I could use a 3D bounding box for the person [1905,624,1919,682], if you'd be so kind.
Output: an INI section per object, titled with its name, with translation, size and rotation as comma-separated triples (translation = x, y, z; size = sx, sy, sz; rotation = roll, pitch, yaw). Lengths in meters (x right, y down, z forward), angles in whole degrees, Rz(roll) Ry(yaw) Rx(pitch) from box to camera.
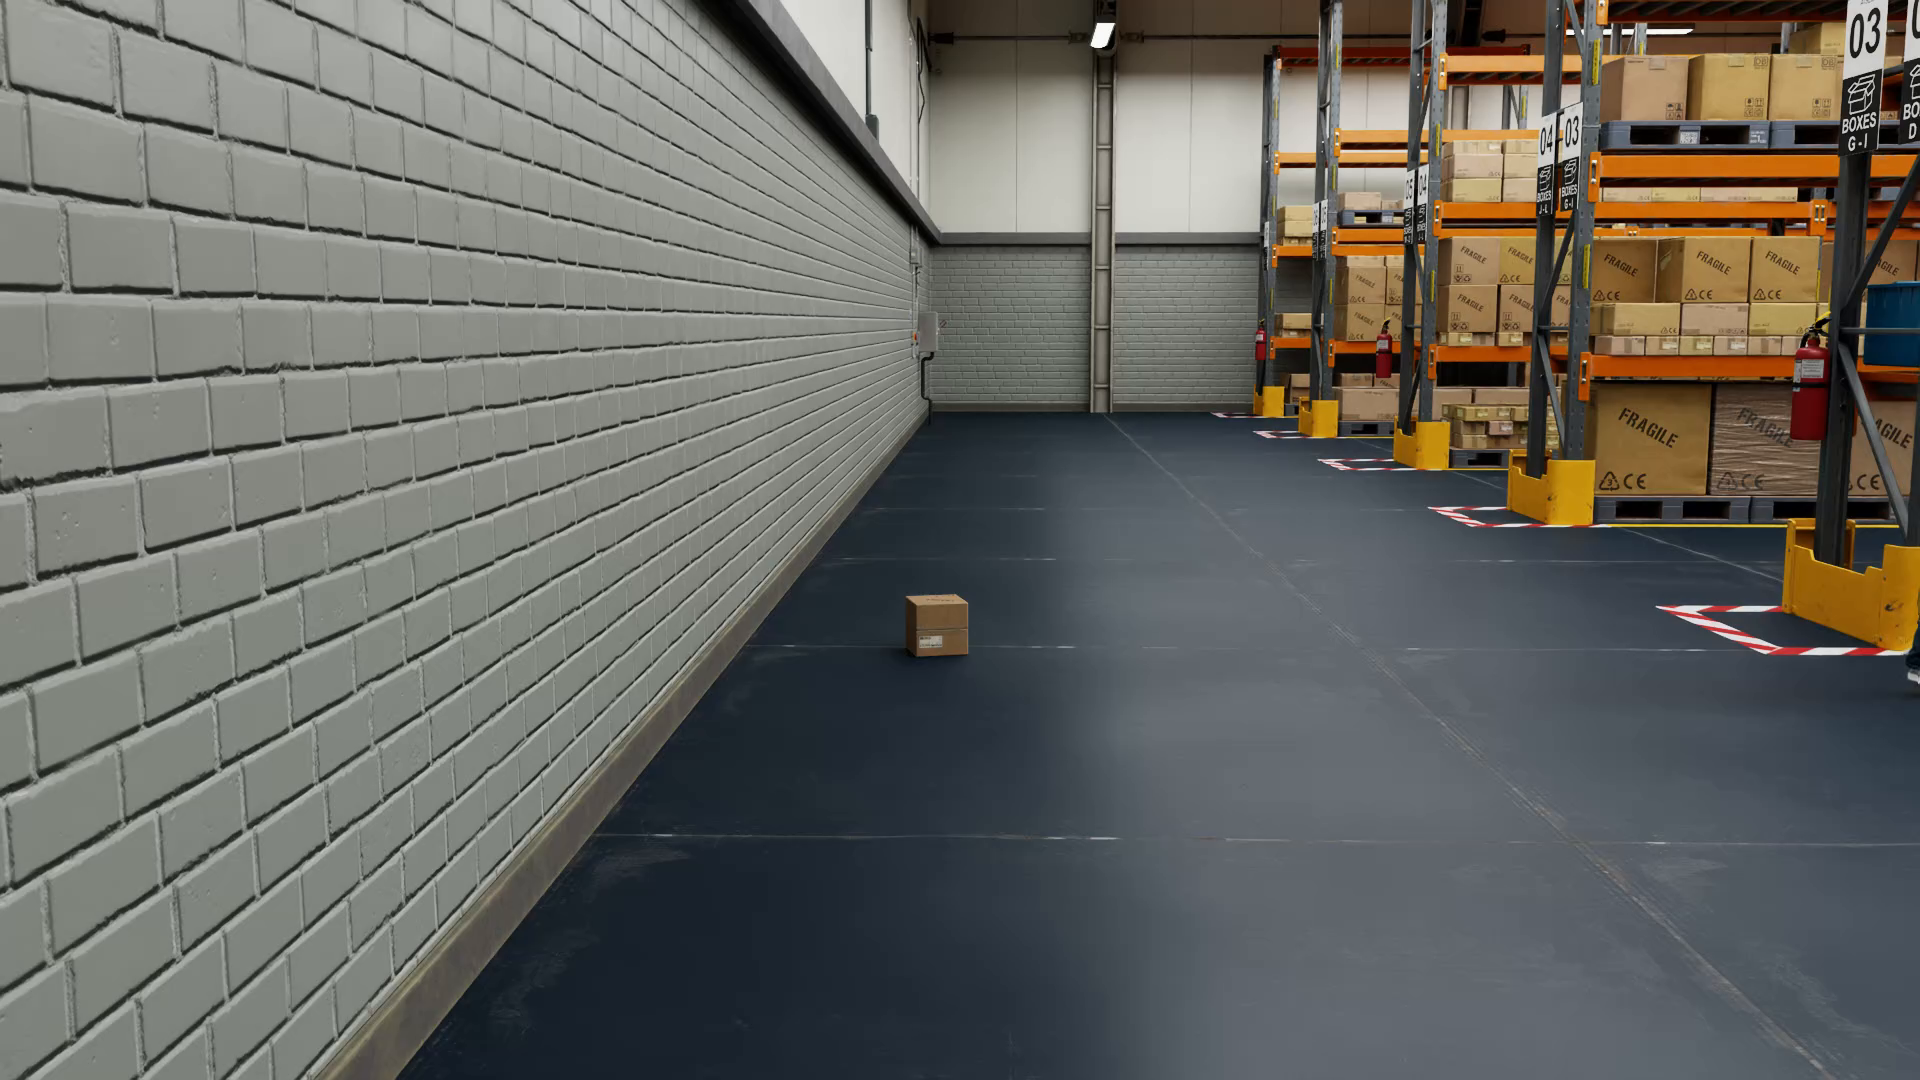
[person]
translation = 4.365, -0.142, 6.863
size = 0.809, 1.587, 0.449
rotation = 0, 7, 2
